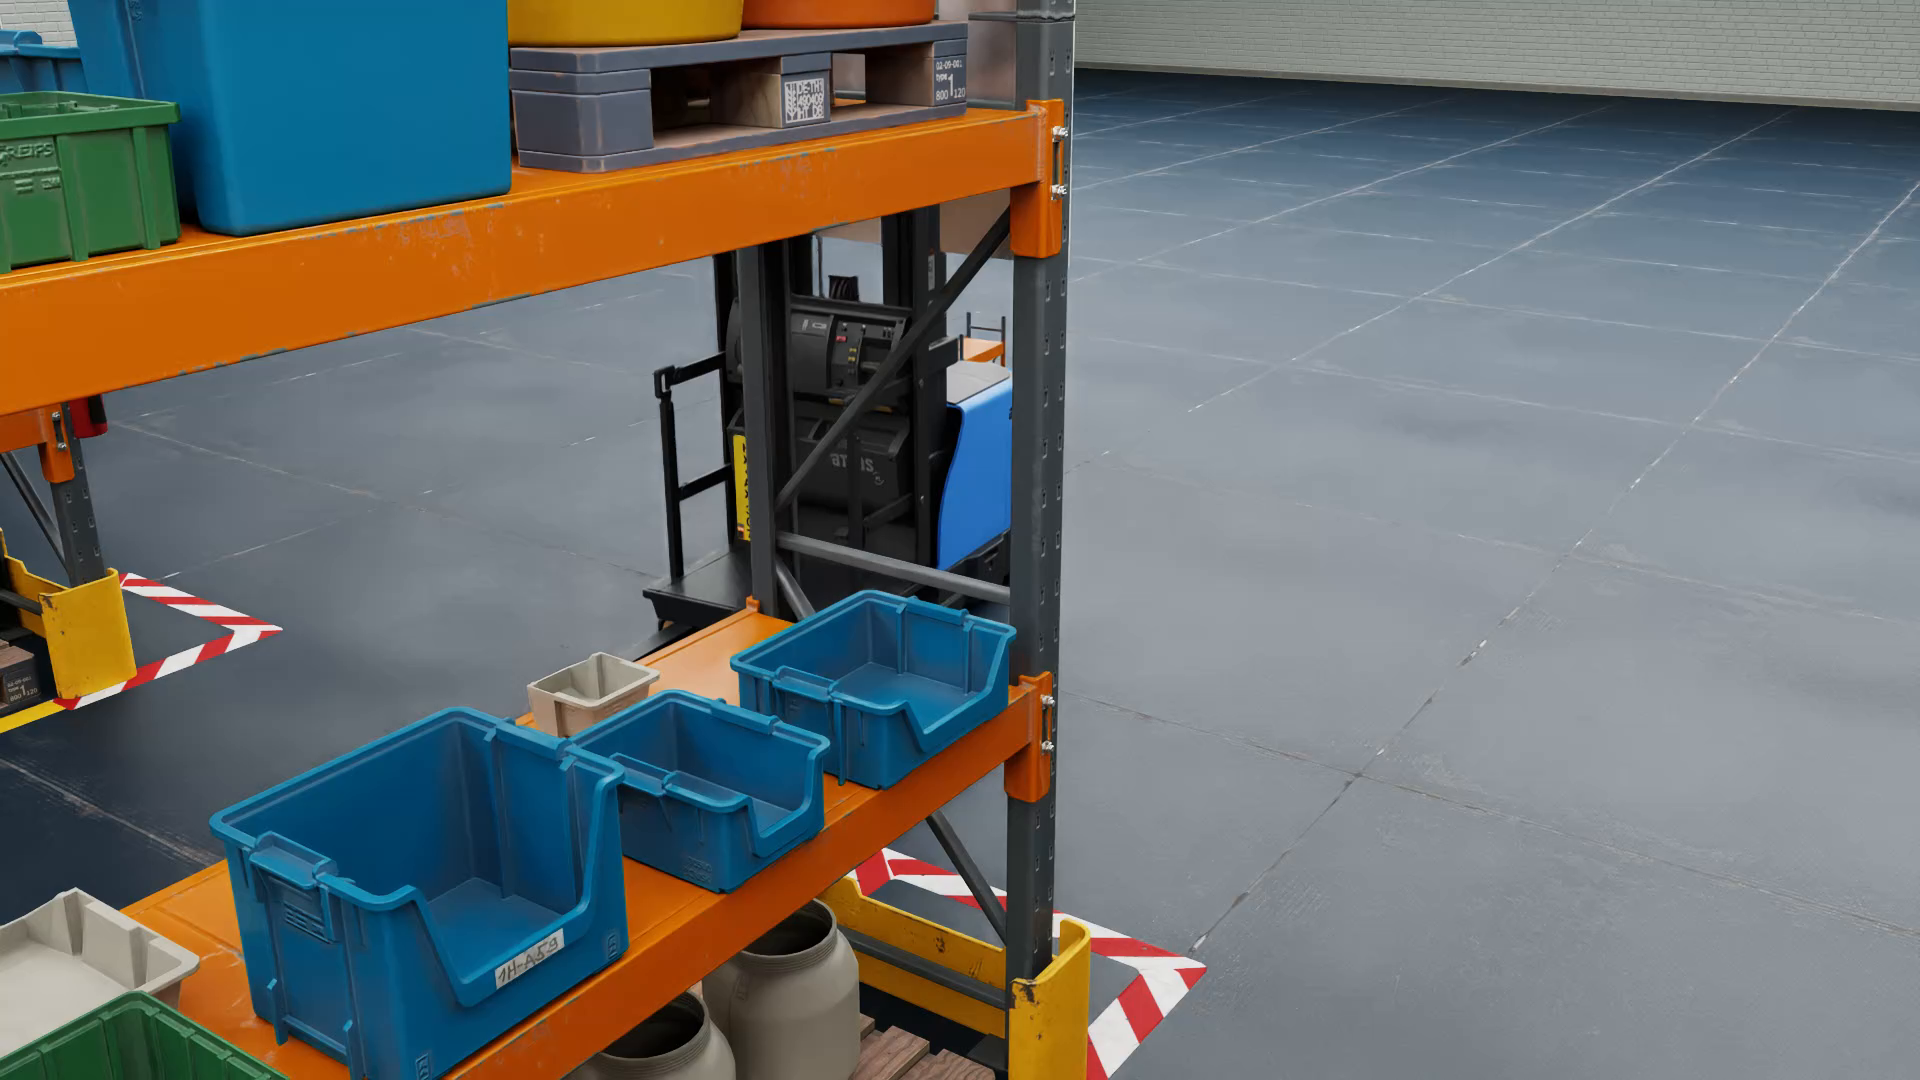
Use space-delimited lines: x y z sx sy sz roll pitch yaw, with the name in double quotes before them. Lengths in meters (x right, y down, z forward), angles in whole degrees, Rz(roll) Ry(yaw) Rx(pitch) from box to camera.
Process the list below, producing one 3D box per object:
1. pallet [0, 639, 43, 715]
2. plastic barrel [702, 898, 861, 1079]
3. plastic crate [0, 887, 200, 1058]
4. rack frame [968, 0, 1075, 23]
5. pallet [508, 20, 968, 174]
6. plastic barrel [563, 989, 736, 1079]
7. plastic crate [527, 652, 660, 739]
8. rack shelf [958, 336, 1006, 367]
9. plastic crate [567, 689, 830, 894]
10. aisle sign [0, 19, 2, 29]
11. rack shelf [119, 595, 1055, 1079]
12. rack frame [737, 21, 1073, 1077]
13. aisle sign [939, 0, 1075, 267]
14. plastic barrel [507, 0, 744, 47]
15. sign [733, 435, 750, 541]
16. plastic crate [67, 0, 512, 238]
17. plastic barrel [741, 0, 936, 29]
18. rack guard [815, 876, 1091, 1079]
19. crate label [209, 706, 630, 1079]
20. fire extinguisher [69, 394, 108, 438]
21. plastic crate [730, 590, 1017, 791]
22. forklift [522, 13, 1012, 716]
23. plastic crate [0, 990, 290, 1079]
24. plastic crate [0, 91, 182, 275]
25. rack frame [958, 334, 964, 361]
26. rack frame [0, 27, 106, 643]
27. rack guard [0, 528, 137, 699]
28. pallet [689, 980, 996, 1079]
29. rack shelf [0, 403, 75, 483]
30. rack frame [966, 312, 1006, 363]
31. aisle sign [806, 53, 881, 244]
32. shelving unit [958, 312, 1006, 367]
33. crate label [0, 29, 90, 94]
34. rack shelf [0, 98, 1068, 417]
"pallet" -4.800 0.679 7.126 1.003 0.211 1.213 13 24 32
"plastic barrel" -0.482 1.262 4.510 0.421 0.512 0.421 0 20 0
"plastic crate" -1.721 0.845 3.038 0.530 0.136 0.437 13 24 32
"rack frame" -0.175 -2.725 3.661 1.000 3.000 0.127 13 24 32
"pallet" -0.721 -1.011 3.624 1.003 0.211 1.213 13 24 32
"plastic barrel" -0.764 1.406 4.121 0.421 0.512 0.421 0 20 0
"plastic crate" -0.945 0.406 4.223 0.298 0.136 0.250 13 24 32
"rack shelf" 0.027 -0.979 9.048 0.258 0.148 0.480 11 23 26
"plastic crate" -0.579 0.546 3.681 0.499 0.251 0.408 13 24 32
"aisle sign" -3.989 -2.056 6.752 0.394 0.787 0.004 13 24 32
"rack shelf" -1.300 1.000 3.275 1.077 0.370 4.000 13 24 32
"rack frame" -0.175 0.089 4.702 1.000 3.000 0.127 13 24 32
"aisle sign" 0.111 -1.093 4.150 0.394 0.787 0.004 13 24 32
"plastic barrel" -0.711 -1.252 3.124 0.600 0.588 0.600 0 20 0
"sign" -0.628 -0.150 4.947 0.100 0.325 0.005 13 24 32
"plastic crate" -0.998 -0.705 2.546 0.392 0.384 0.575 13 24 32
"plastic barrel" -0.344 -1.552 3.590 0.600 0.830 0.708 13 24 32
"rack guard" -0.179 1.292 5.051 1.175 0.500 0.348 13 24 32
"crate label" -0.986 0.653 3.125 0.502 0.435 0.616 13 24 32
"fire extinguisher" -3.826 -0.784 7.172 0.296 0.674 0.183 13 24 32
"plastic crate" -0.209 0.360 4.181 0.499 0.251 0.616 13 24 32
"forklift" -0.761 -0.868 7.386 1.130 2.935 3.031 11 23 26
"plastic crate" -1.427 1.001 2.540 0.450 0.188 0.662 13 24 32
"plastic crate" -1.312 -0.471 2.196 0.336 0.188 0.450 13 24 32
"rack frame" -0.089 -0.536 8.983 0.240 1.200 0.015 11 23 26
"rack frame" -4.272 -0.877 7.313 1.000 3.000 0.127 13 24 32
"rack guard" -4.314 0.317 7.688 1.175 0.500 0.348 13 24 32
"pallet" -0.640 1.660 4.474 1.003 0.211 1.213 13 24 32
"rack shelf" -5.396 0.034 5.886 1.077 0.370 4.000 13 24 32
"rack frame" 0.143 -0.685 9.386 0.240 1.200 0.015 11 23 26
"aisle sign" -0.377 -1.208 4.461 0.394 0.787 0.004 13 24 32
"shelving unit" 0.027 -0.610 9.185 0.258 1.200 0.503 11 23 26
"crate label" -1.501 -0.776 2.929 0.502 0.251 0.408 13 24 32
"rack shelf" -1.300 -0.407 2.755 1.077 0.370 4.000 13 24 32
